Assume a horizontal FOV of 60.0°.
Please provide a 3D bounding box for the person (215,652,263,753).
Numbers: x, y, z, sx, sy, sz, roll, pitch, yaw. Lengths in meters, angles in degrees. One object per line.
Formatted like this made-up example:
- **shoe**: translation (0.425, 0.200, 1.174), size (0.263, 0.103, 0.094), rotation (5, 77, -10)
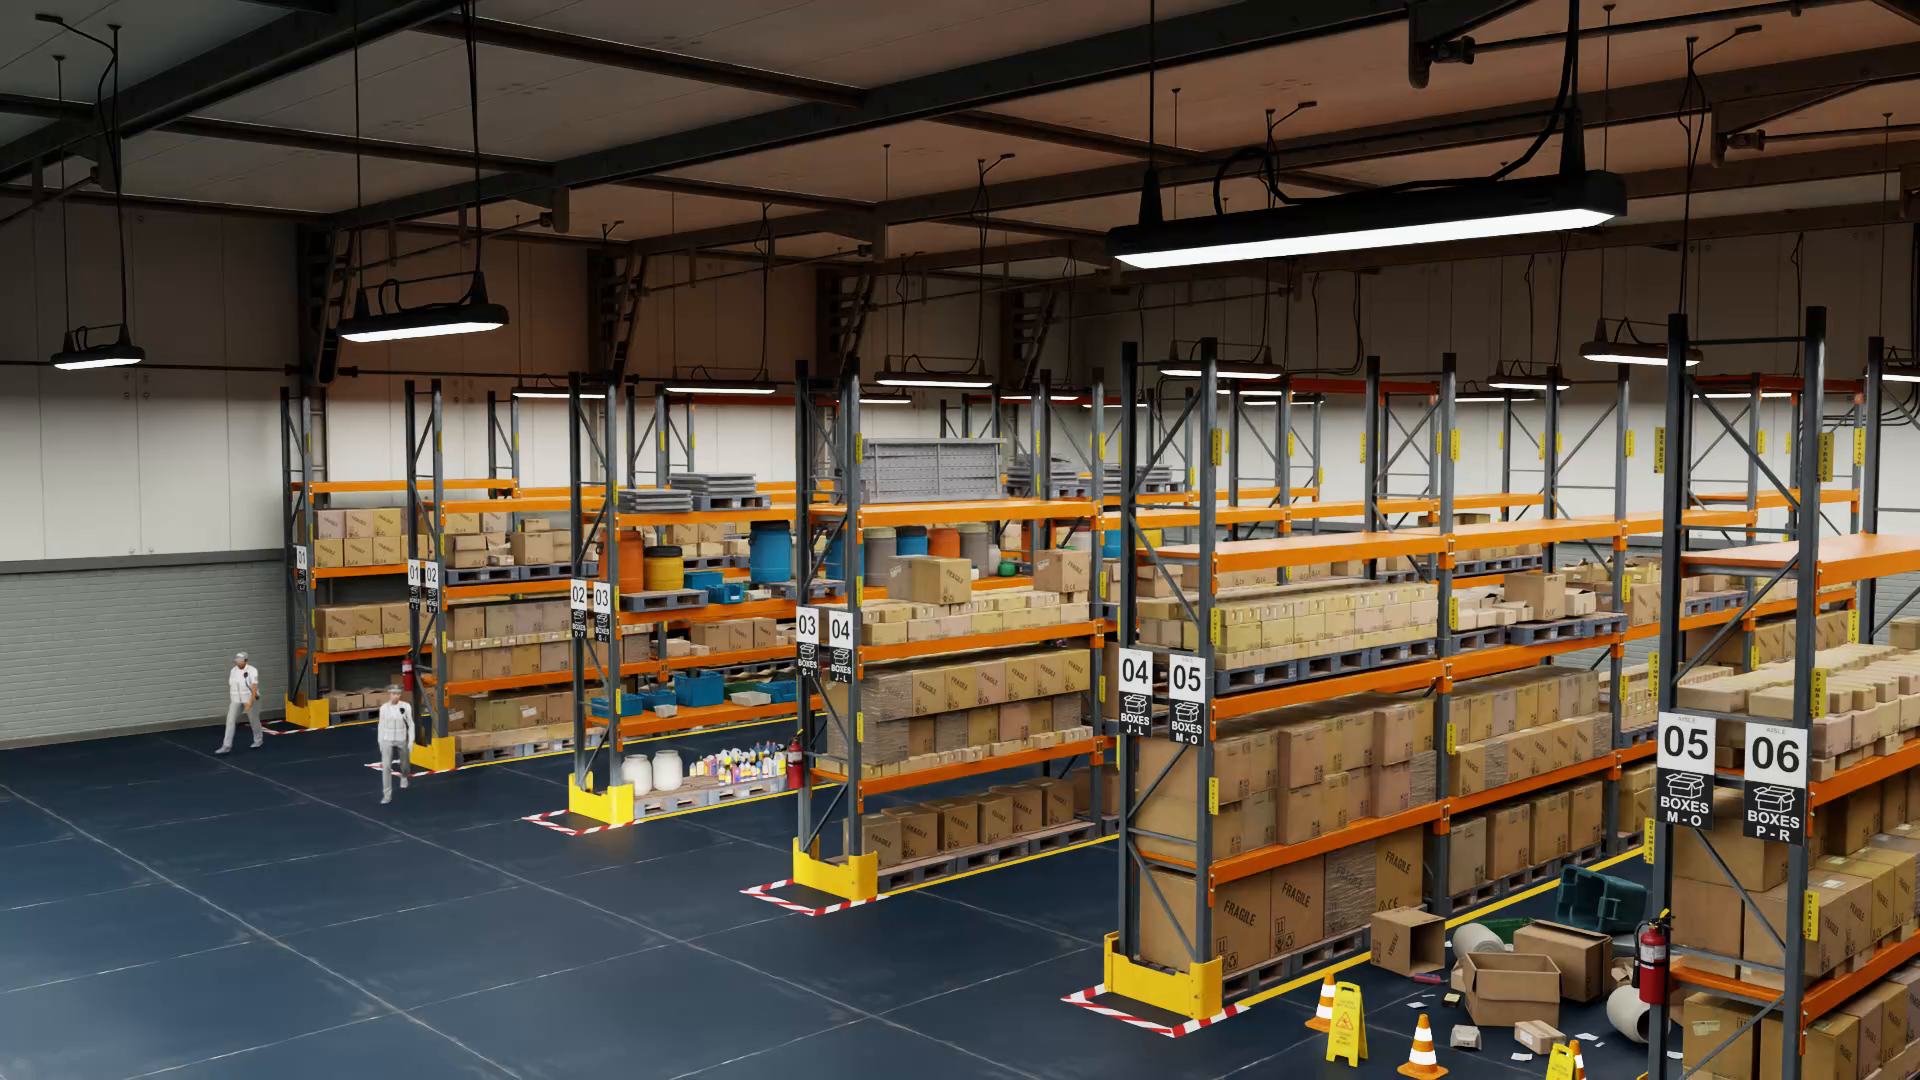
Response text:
- **person**: translation (-11.650, 2.614, 26.952), size (0.529, 1.608, 0.988), rotation (0, 4, -3)

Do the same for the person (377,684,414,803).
- **person**: translation (-8.010, 2.836, 23.620), size (0.495, 1.625, 0.972), rotation (-1, 4, -20)
